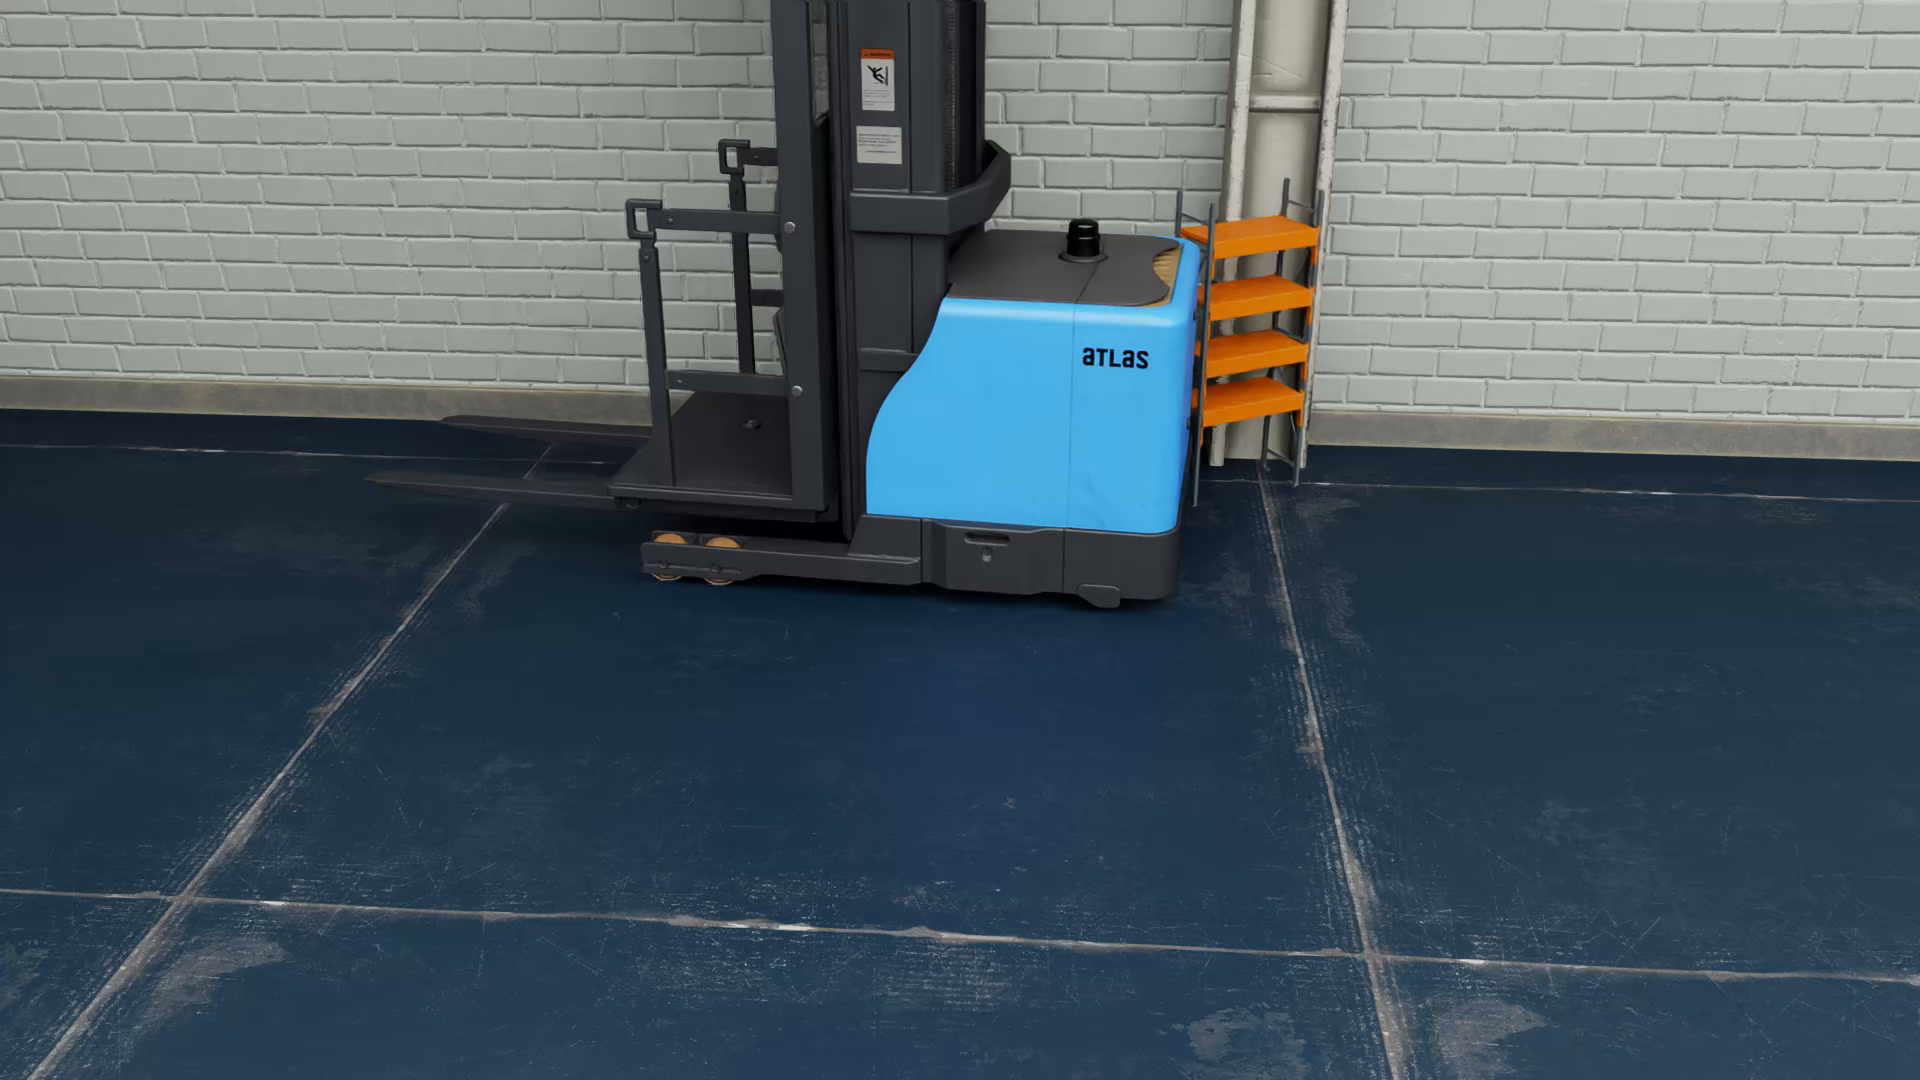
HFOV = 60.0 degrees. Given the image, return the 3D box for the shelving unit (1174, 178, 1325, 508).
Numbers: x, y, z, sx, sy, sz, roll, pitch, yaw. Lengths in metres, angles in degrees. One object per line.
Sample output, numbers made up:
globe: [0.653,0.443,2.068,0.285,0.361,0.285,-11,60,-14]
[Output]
shelving unit: [1.089,-0.762,6.470,0.503,1.200,0.258,-12,27,-24]

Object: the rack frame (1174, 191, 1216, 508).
rack frame: [0.870,-0.717,6.372,0.015,1.200,0.240,-12,27,-24]

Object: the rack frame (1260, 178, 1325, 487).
rack frame: [1.308,-0.807,6.568,0.015,1.200,0.240,-12,27,-24]

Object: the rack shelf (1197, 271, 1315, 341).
rack shelf: [1.089,-0.904,6.405,0.480,0.148,0.258,-12,27,-24]

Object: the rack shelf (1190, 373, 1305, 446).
rack shelf: [1.089,-0.520,6.581,0.480,0.148,0.258,-12,27,-24]

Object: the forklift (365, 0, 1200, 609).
forklift: [-0.676,-1.382,5.747,3.031,2.935,1.130,4,25,9]

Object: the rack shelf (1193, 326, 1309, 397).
rack shelf: [1.089,-0.701,6.498,0.480,0.148,0.258,-12,27,-24]

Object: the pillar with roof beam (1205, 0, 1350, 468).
pillar with roof beam: [0.918,-2.662,1.269,0.400,9.000,9.100,2,25,4]

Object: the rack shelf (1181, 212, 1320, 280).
rack shelf: [1.089,-1.119,6.306,0.480,0.148,0.258,-12,27,-24]
